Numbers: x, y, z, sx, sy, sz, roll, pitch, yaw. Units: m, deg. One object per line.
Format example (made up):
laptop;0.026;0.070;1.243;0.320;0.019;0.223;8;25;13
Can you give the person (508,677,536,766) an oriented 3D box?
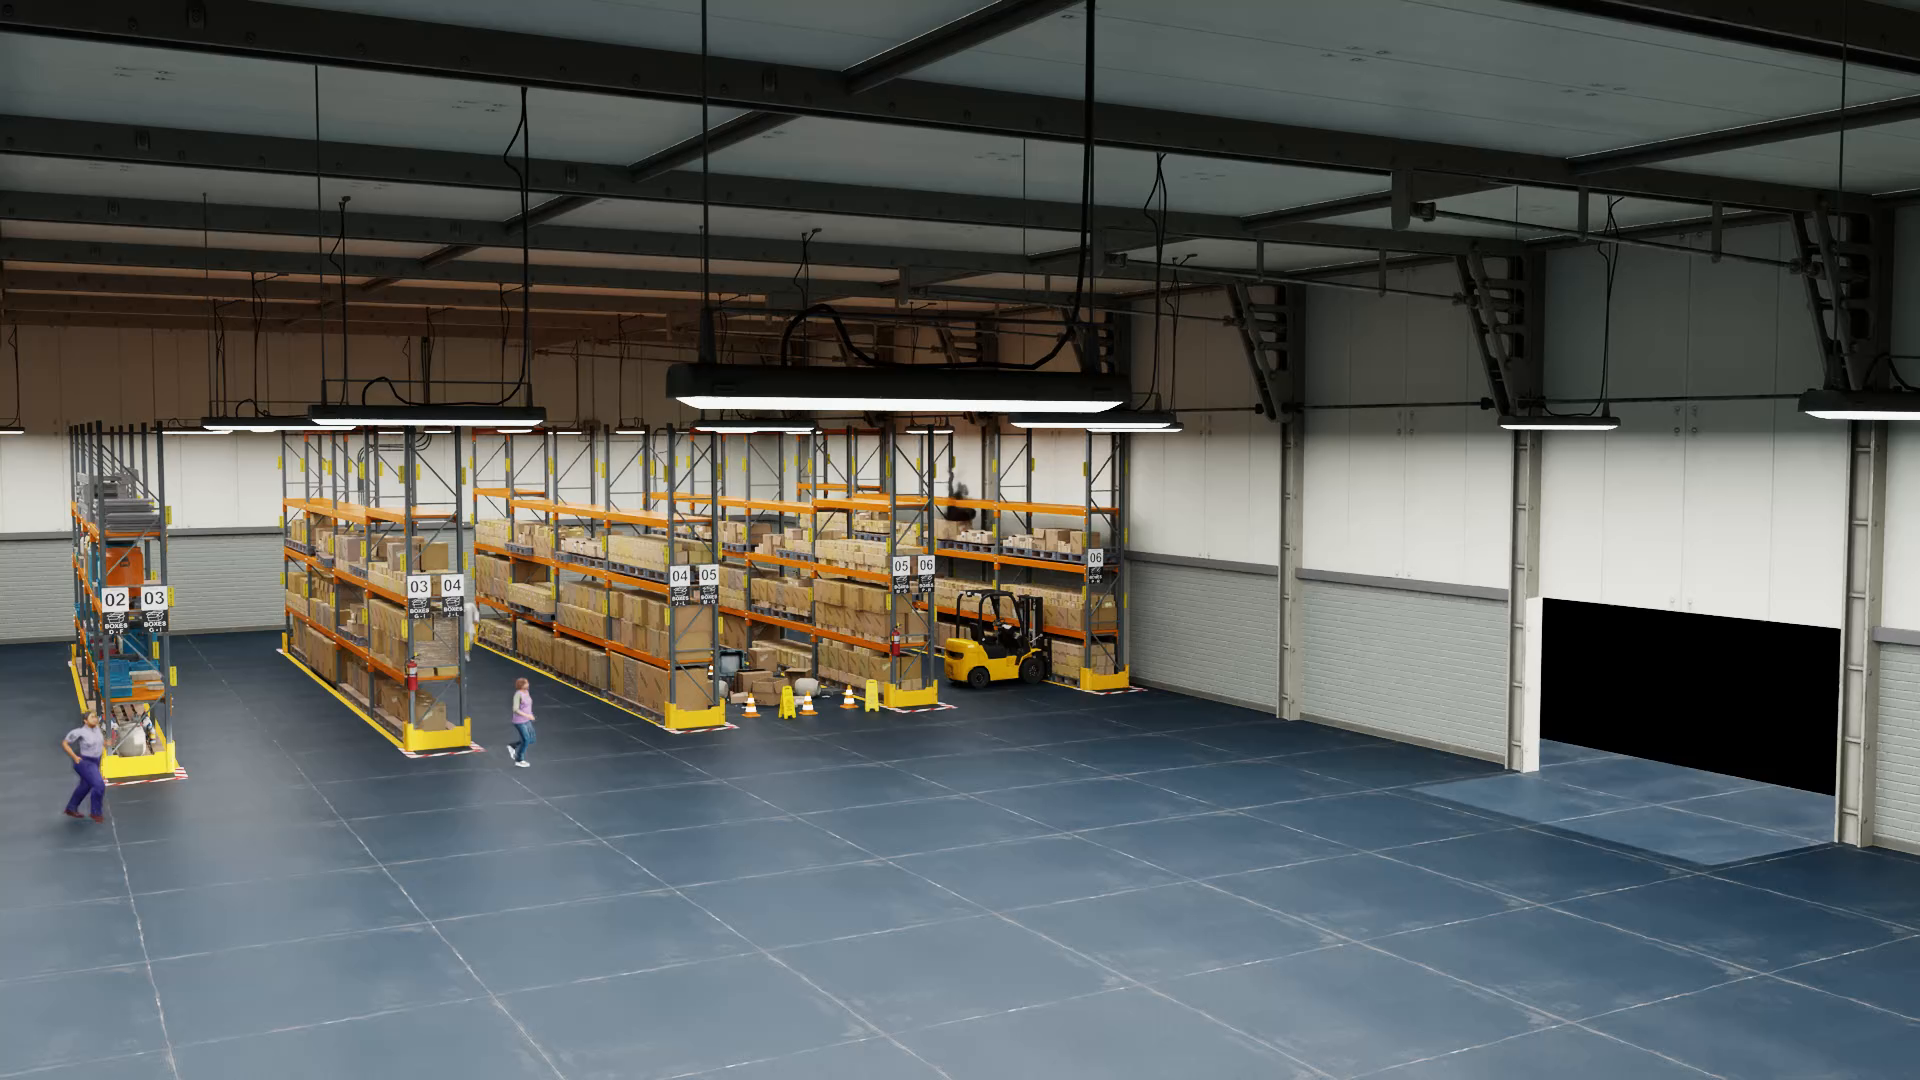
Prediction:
person;-7.634;3.167;28.959;0.577;1.545;0.569;1;4;9

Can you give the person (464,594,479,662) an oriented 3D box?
person;-12.588;2.237;42.303;0.721;1.740;0.680;-1;4;-23

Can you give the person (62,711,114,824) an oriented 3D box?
person;-12.975;3.390;24.759;0.740;1.719;0.574;0;4;1
